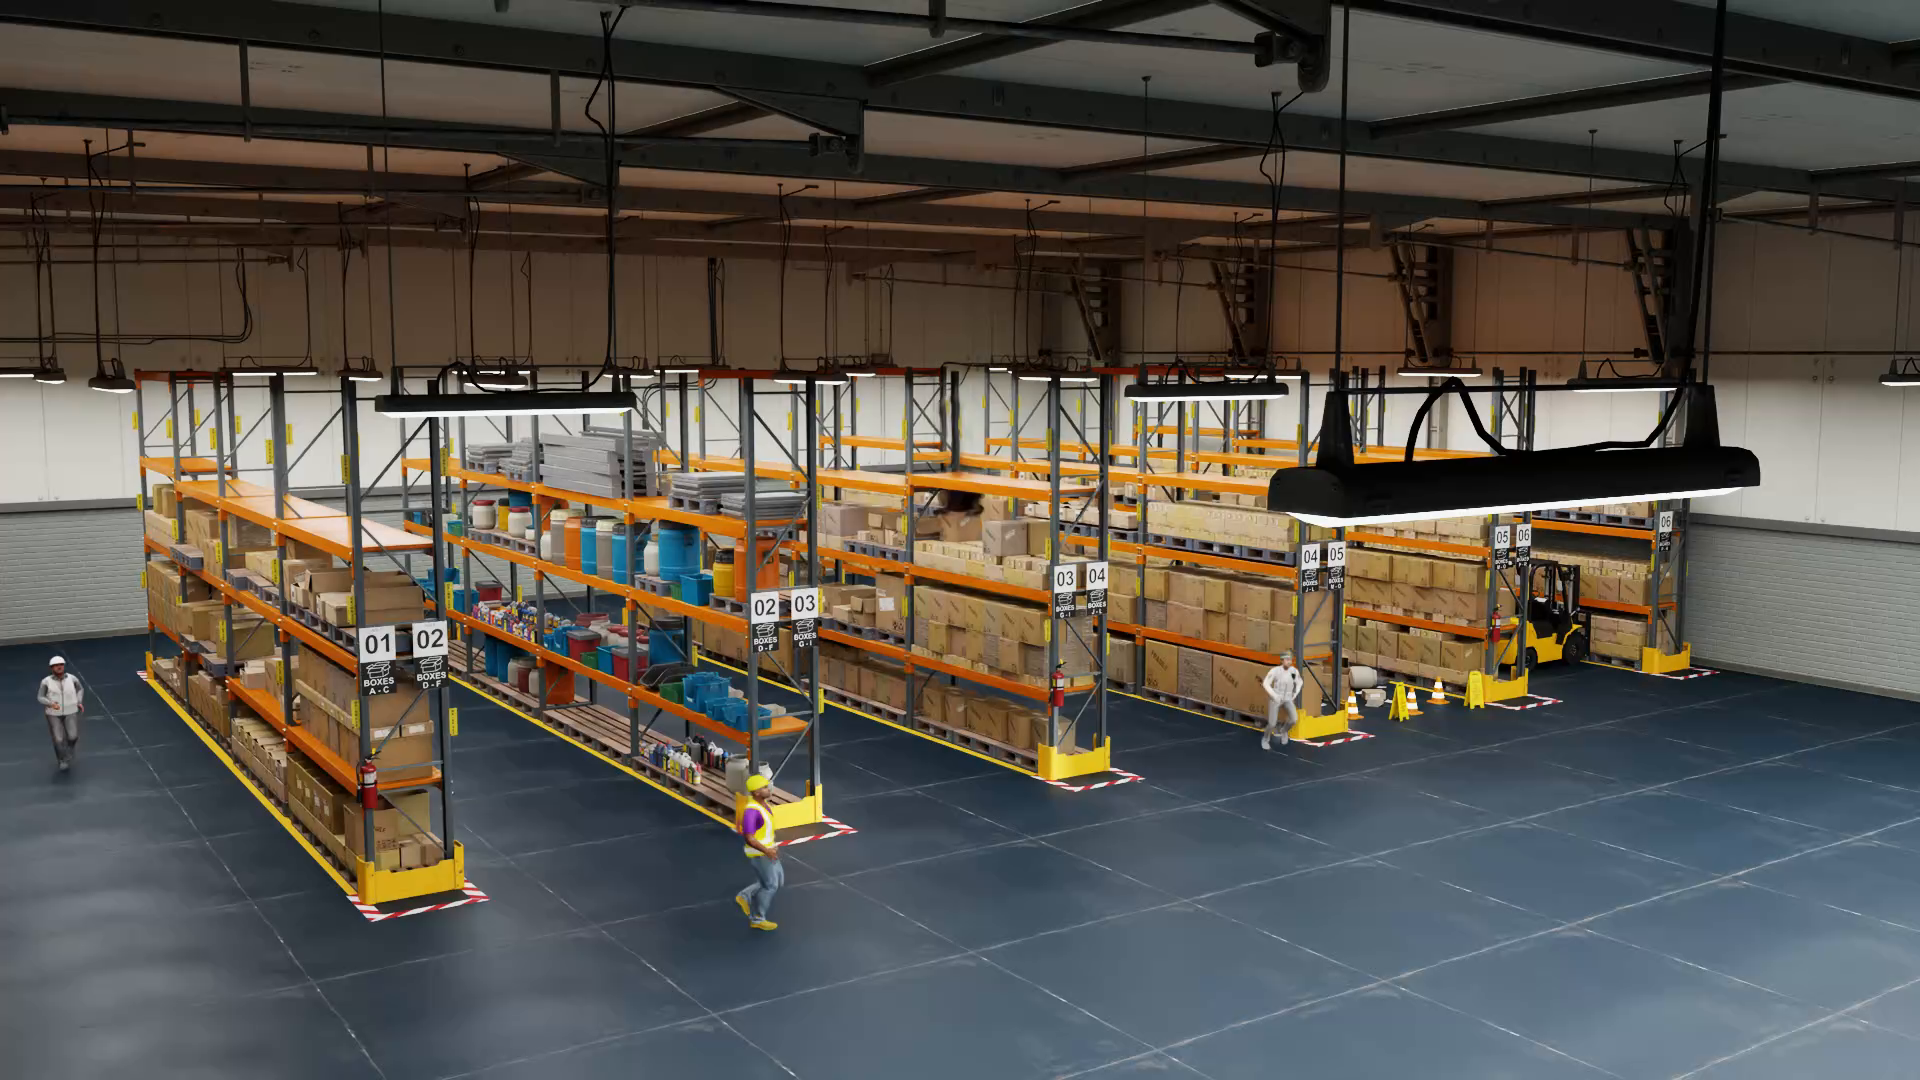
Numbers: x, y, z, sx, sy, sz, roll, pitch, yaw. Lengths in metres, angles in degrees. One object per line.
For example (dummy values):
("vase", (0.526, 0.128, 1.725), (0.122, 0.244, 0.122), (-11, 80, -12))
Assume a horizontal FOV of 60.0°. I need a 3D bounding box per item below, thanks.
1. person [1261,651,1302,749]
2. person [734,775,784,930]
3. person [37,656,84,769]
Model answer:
("person", (5.181, 2.552, 26.593), (0.702, 1.607, 0.575), (-2, 7, -15))
("person", (-2.218, 3.422, 18.278), (0.544, 1.729, 0.698), (0, 6, -1))
("person", (-13.626, 2.627, 25.251), (0.653, 1.731, 0.569), (-5, 8, -35))
